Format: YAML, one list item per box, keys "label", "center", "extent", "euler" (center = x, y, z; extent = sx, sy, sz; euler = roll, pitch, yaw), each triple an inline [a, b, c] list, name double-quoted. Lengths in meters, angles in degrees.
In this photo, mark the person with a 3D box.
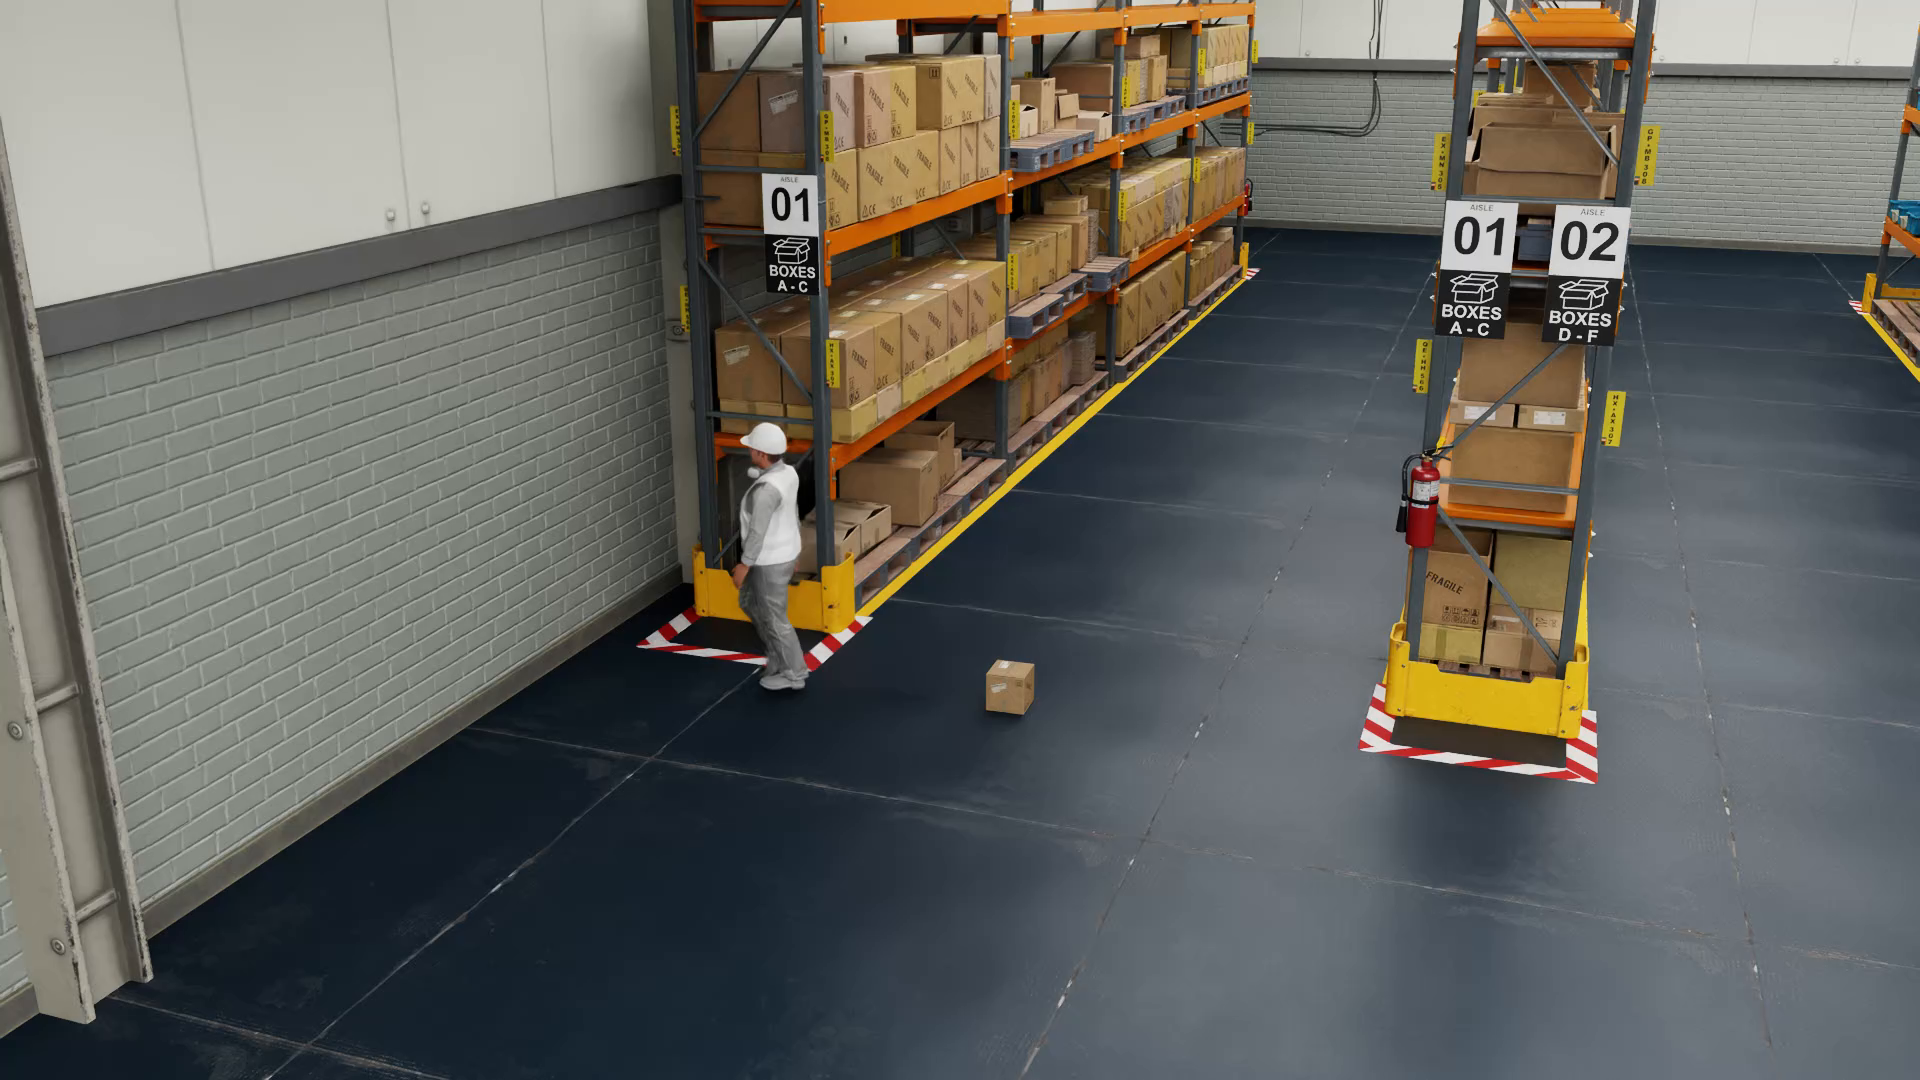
- label: "person"
  center: [-1.230, 0.129, 10.628]
  extent: [0.501, 1.816, 0.547]
  euler: [3, 19, 8]
